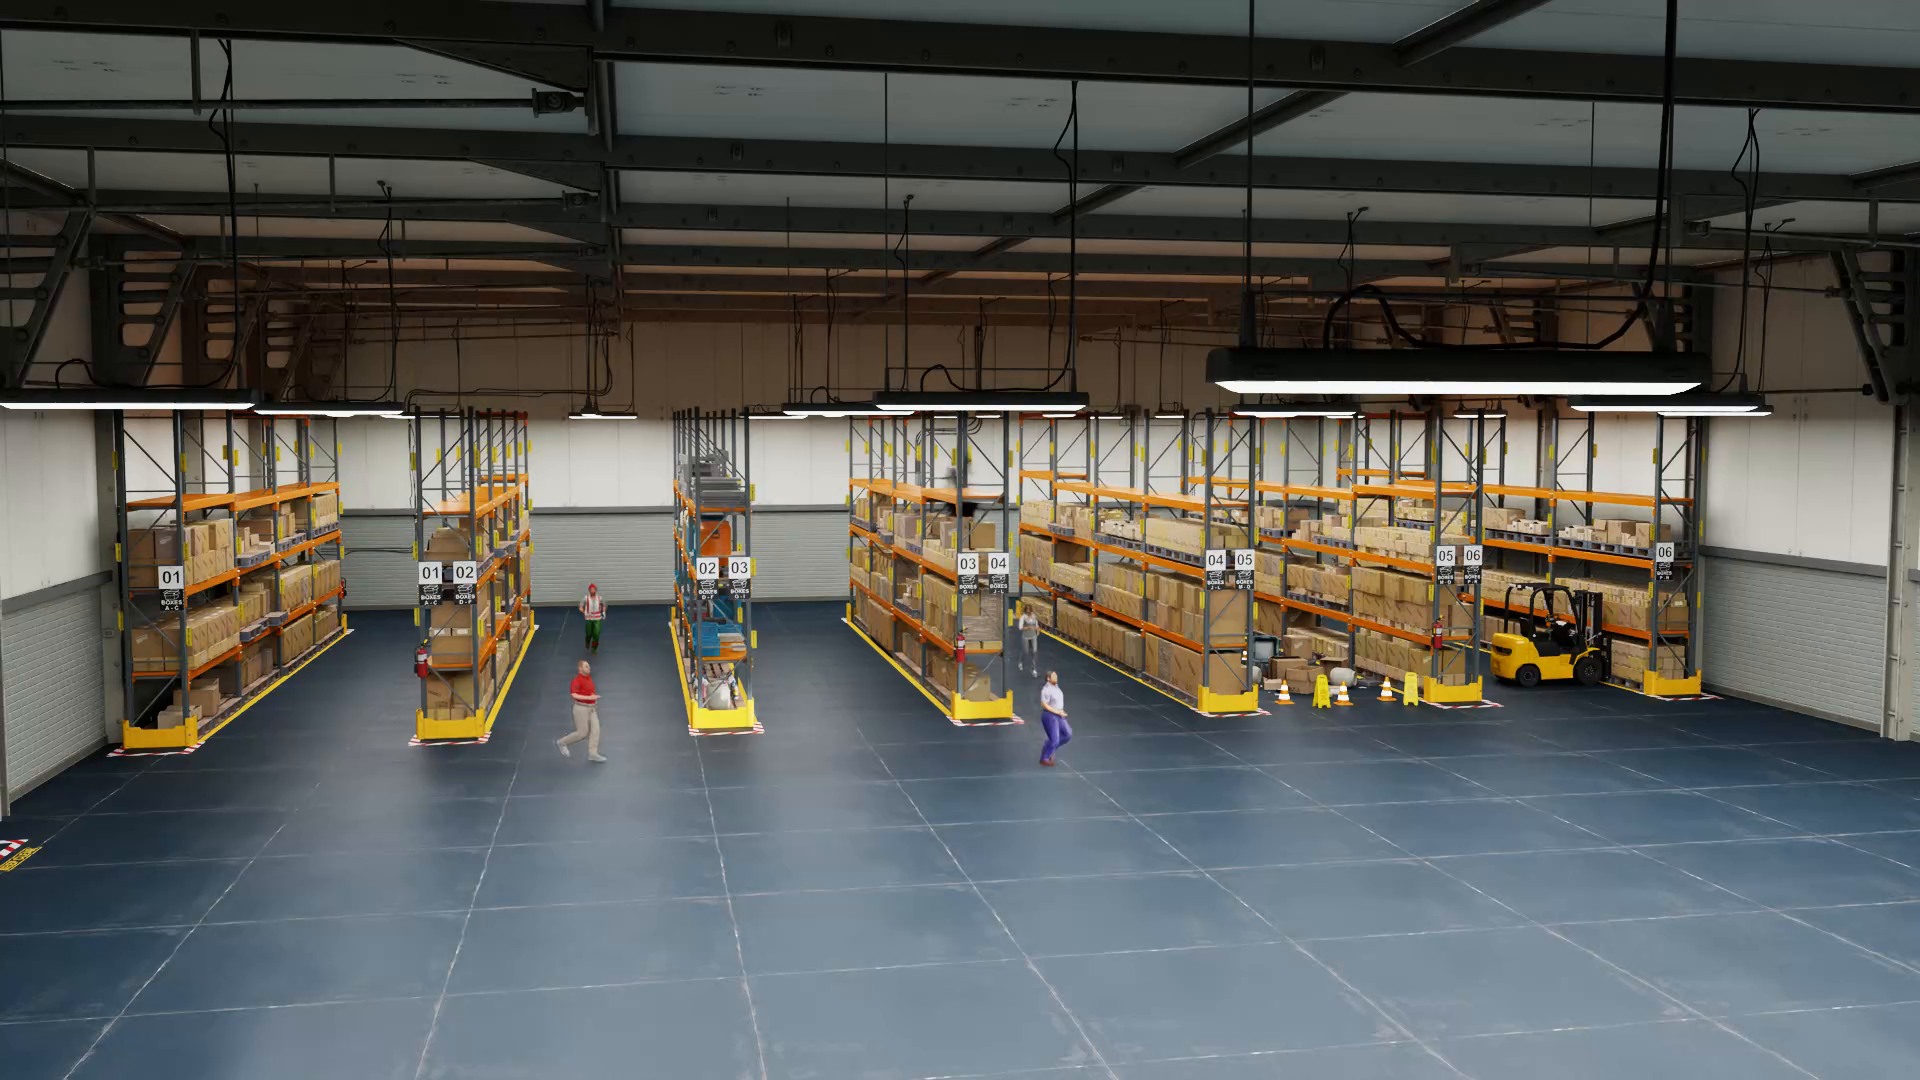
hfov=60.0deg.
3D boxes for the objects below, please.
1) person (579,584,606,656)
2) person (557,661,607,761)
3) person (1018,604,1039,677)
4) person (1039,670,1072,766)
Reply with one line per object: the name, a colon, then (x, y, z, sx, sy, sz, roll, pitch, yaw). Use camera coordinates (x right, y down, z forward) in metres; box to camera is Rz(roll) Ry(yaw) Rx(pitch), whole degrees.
person: (-9.019, 1.949, 40.896, 0.655, 1.738, 0.674, -1, 4, -20)
person: (-6.361, 2.872, 28.026, 0.857, 1.696, 0.675, 1, 4, 15)
person: (1.560, 2.247, 37.661, 0.553, 1.601, 0.857, -1, 4, -19)
person: (1.573, 2.961, 27.646, 0.528, 1.594, 0.617, 2, 4, 25)
